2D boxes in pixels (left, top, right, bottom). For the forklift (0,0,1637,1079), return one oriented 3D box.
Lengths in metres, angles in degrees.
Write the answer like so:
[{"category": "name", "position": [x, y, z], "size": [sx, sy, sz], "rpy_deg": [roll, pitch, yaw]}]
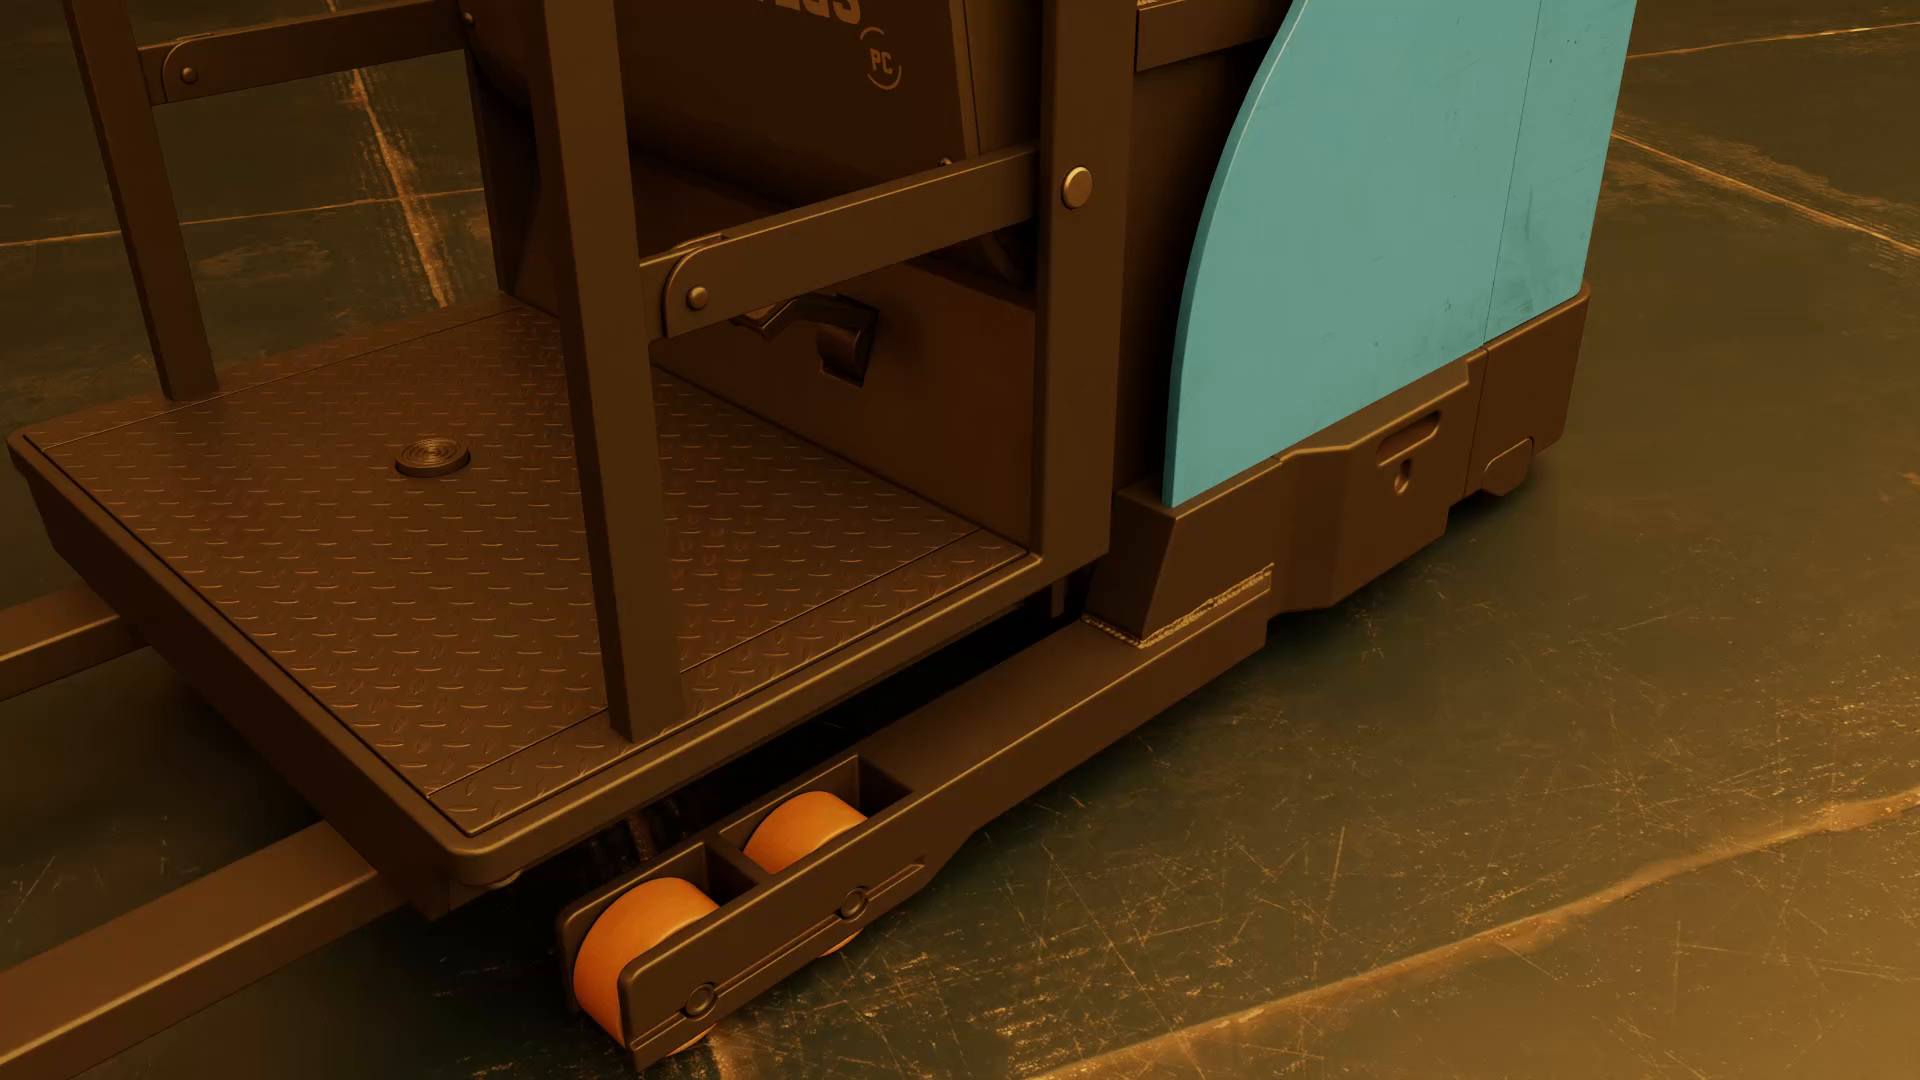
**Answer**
[{"category": "forklift", "position": [-0.435, -1.063, 1.405], "size": [3.031, 2.935, 1.130], "rpy_deg": [-26, 39, -37]}]
